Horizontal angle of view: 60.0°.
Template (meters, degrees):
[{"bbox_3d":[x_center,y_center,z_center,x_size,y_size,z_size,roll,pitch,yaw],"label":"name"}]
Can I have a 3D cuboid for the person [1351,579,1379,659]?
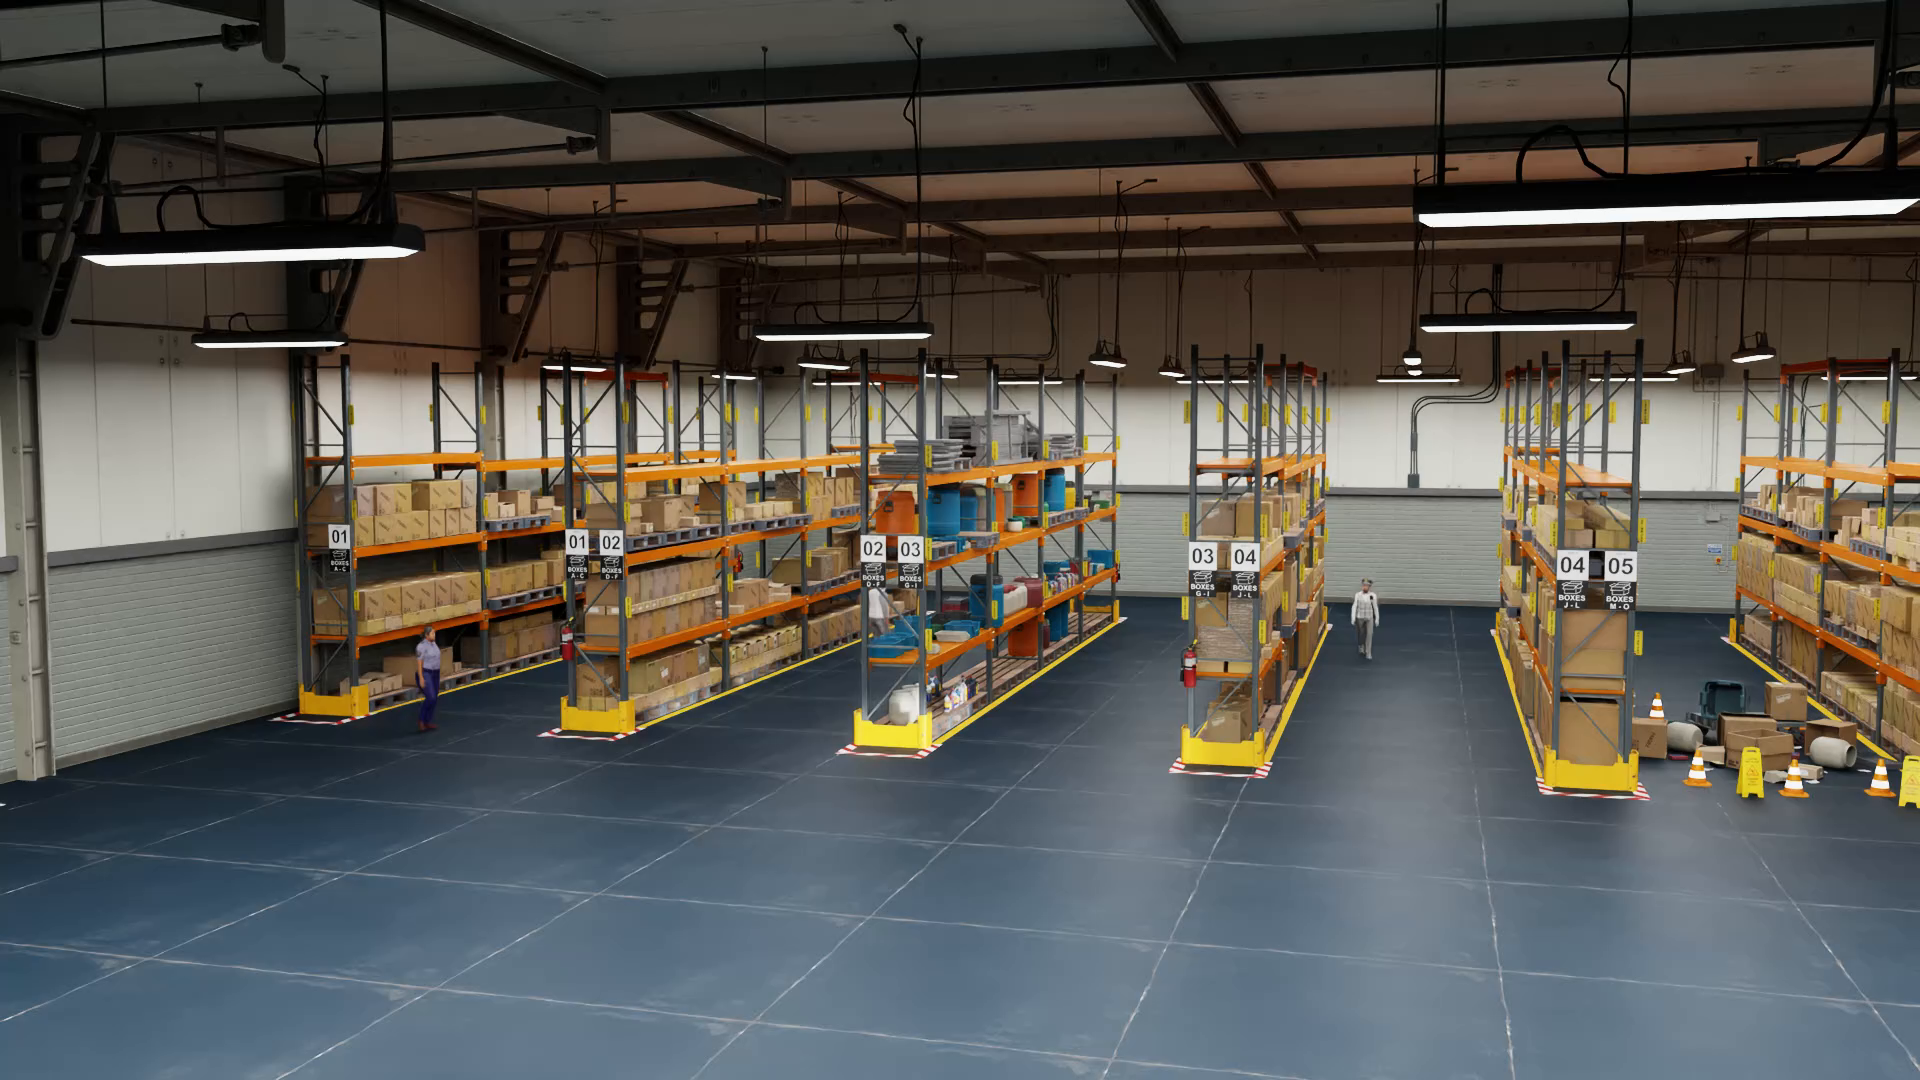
[{"bbox_3d":[8.366,1.602,34.315,0.561,1.625,1.056,1,4,12],"label":"person"}]

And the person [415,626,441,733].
[{"bbox_3d":[-8.423,2.200,26.420,0.423,1.671,0.507,1,5,18],"label":"person"}]

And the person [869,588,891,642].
[{"bbox_3d":[-1.684,1.590,33.780,0.498,1.775,0.566,-4,6,-42],"label":"person"}]
